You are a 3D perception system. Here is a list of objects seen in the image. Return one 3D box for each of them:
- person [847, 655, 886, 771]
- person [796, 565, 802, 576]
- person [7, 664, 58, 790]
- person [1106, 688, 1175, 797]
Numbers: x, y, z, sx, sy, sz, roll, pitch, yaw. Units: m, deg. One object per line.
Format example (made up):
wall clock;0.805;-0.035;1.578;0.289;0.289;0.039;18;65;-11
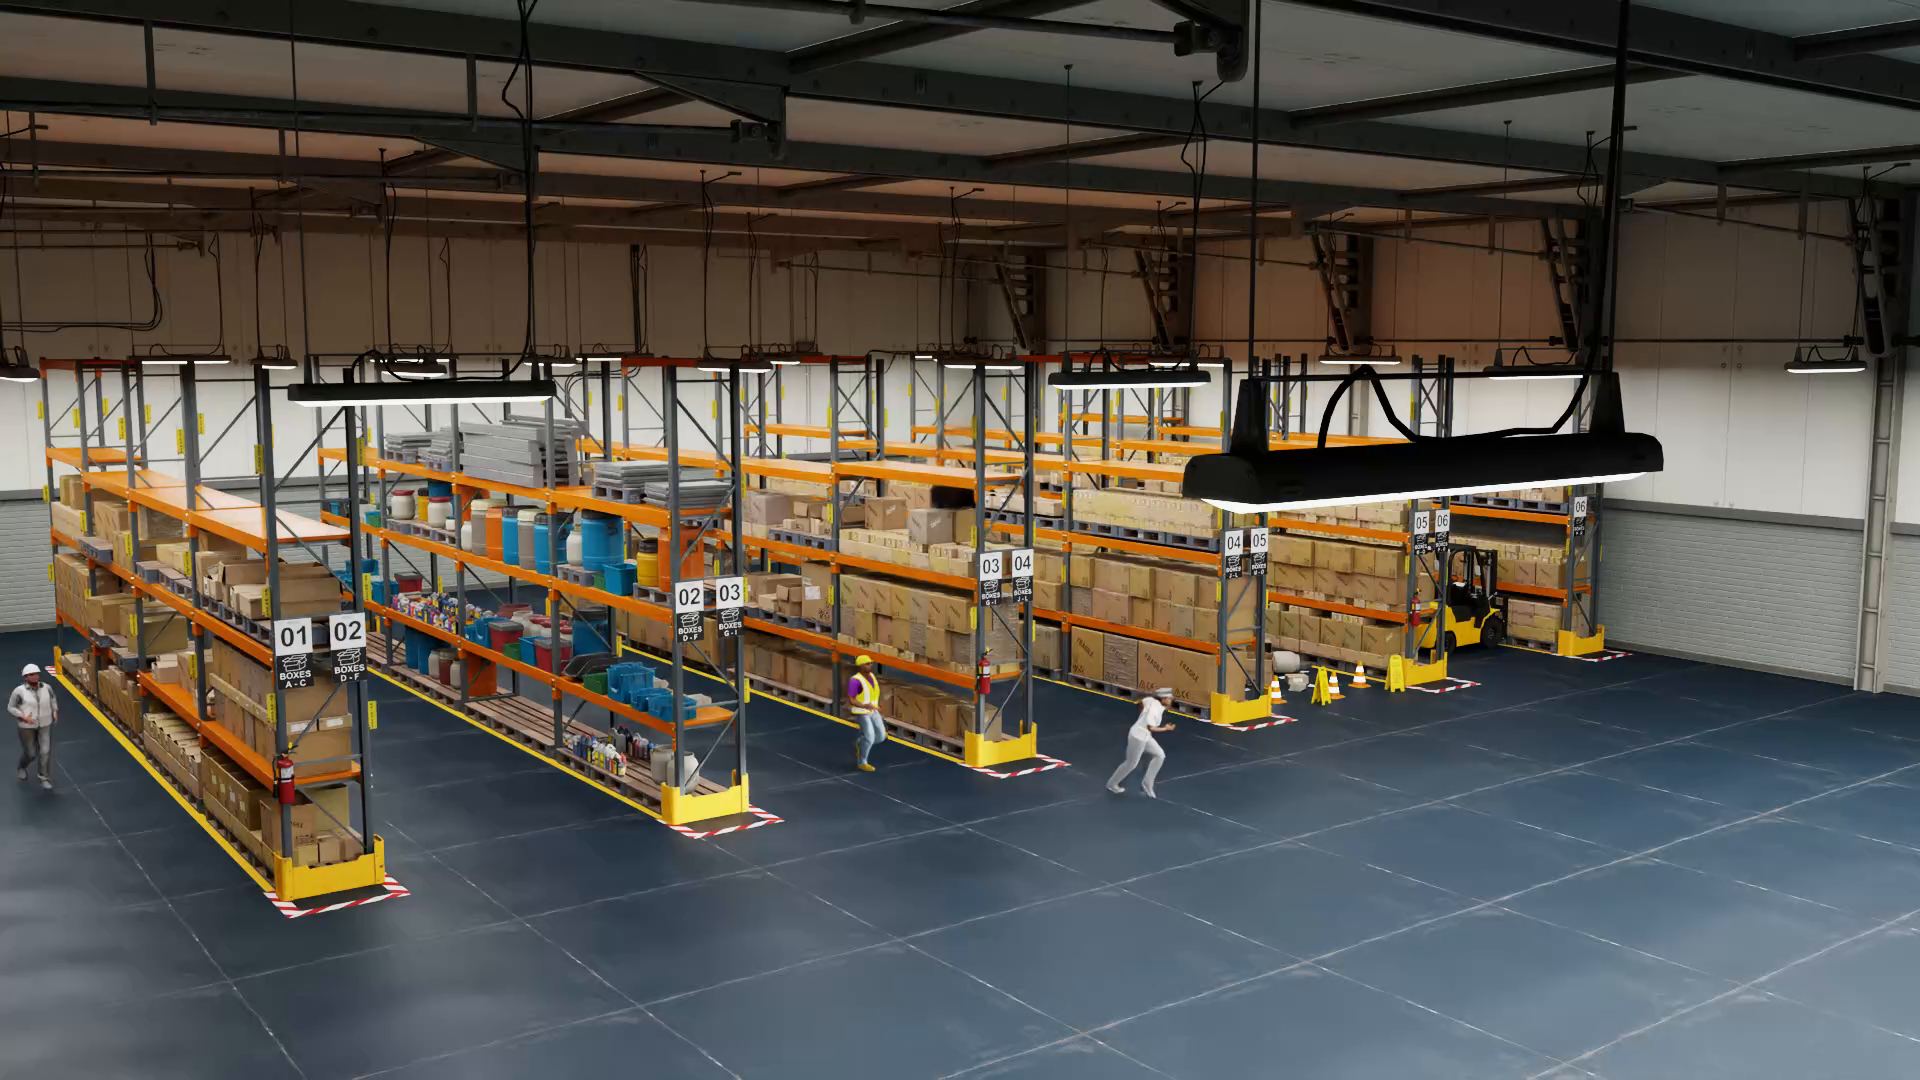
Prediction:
person;-1.374;2.542;24.516;0.582;1.722;0.700;4;8;32
person;-3.907;0.353;42.567;0.728;1.800;0.671;-6;9;-43
person;-13.147;2.632;23.626;0.794;1.775;0.683;6;9;42
person;2.518;2.817;23.142;0.956;1.586;0.613;1;7;12
